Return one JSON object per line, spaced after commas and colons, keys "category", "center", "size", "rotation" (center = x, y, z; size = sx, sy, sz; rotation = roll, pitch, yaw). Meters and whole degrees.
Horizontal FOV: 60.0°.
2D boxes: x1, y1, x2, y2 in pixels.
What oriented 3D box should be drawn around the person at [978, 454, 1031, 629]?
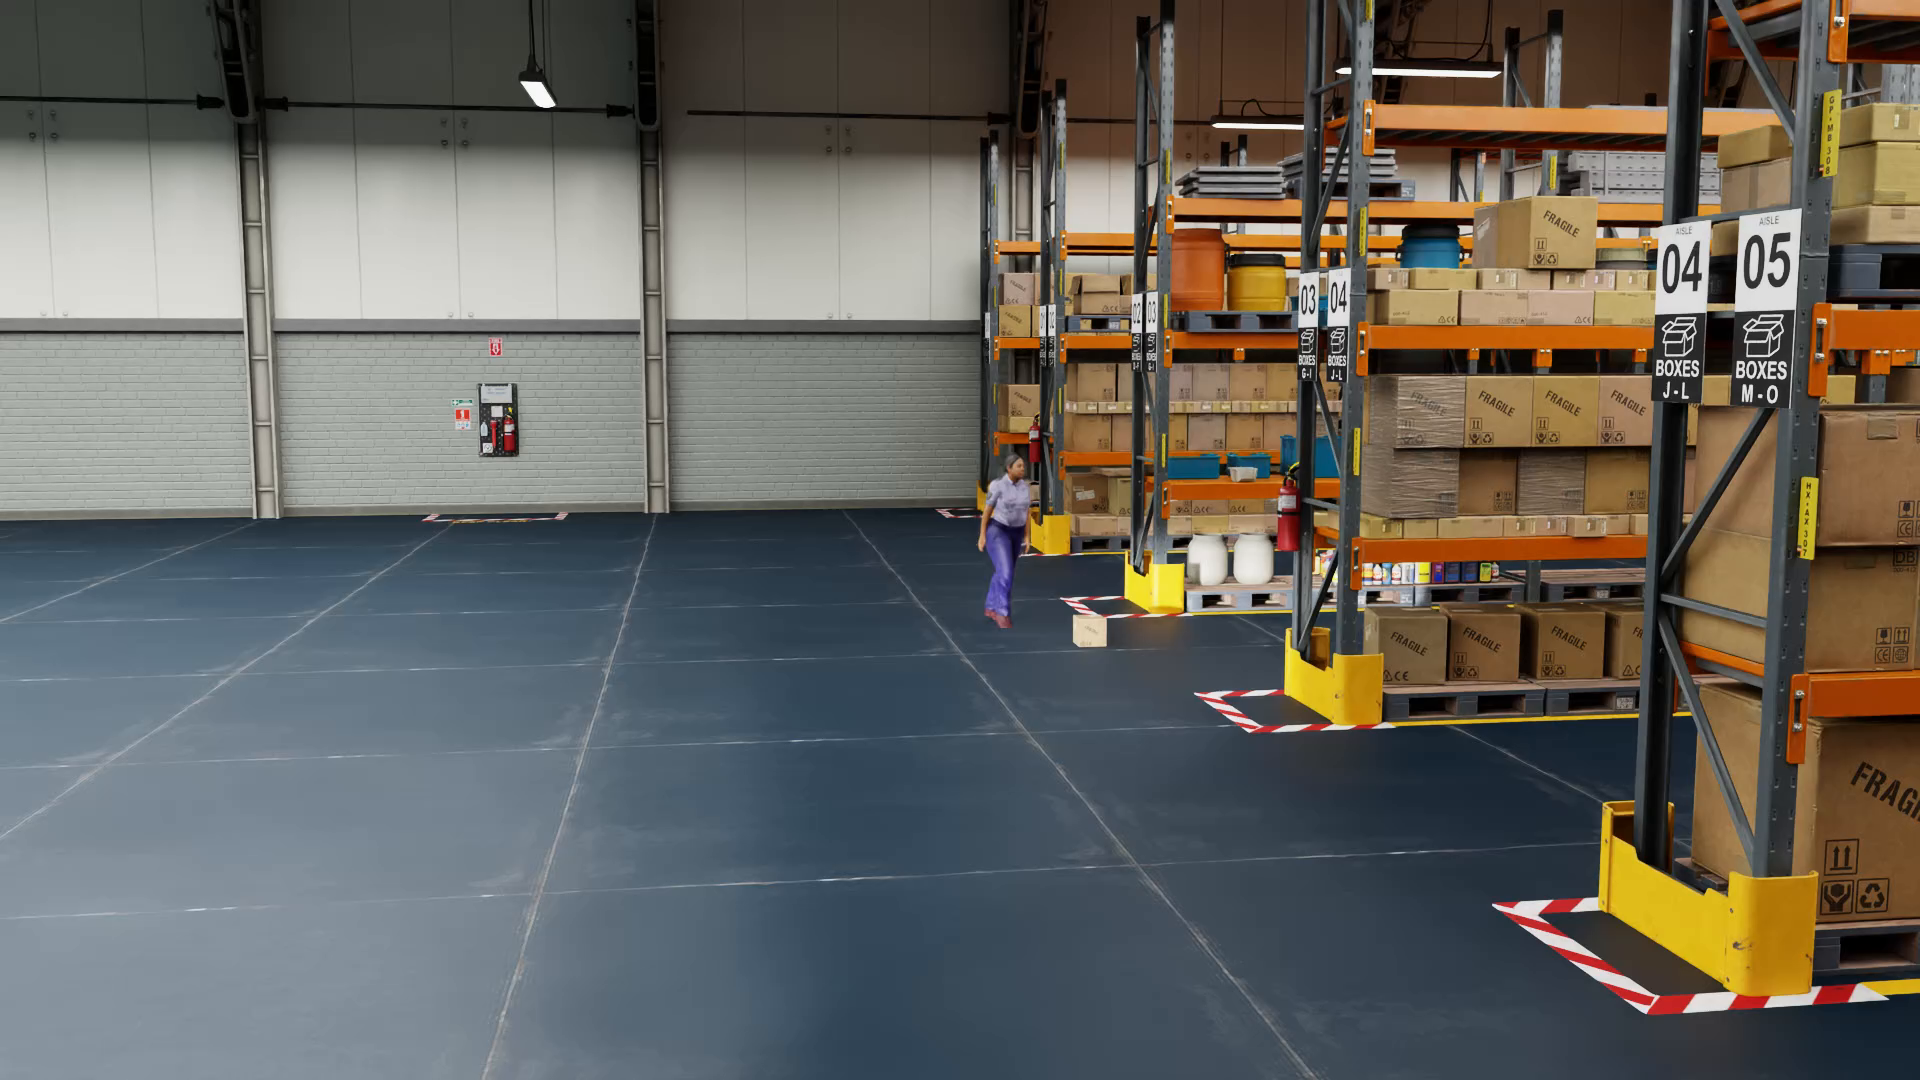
{"category": "person", "center": [0.436, 0.007, 16.013], "size": [0.505, 1.688, 0.566], "rotation": [-6, 9, -43]}
